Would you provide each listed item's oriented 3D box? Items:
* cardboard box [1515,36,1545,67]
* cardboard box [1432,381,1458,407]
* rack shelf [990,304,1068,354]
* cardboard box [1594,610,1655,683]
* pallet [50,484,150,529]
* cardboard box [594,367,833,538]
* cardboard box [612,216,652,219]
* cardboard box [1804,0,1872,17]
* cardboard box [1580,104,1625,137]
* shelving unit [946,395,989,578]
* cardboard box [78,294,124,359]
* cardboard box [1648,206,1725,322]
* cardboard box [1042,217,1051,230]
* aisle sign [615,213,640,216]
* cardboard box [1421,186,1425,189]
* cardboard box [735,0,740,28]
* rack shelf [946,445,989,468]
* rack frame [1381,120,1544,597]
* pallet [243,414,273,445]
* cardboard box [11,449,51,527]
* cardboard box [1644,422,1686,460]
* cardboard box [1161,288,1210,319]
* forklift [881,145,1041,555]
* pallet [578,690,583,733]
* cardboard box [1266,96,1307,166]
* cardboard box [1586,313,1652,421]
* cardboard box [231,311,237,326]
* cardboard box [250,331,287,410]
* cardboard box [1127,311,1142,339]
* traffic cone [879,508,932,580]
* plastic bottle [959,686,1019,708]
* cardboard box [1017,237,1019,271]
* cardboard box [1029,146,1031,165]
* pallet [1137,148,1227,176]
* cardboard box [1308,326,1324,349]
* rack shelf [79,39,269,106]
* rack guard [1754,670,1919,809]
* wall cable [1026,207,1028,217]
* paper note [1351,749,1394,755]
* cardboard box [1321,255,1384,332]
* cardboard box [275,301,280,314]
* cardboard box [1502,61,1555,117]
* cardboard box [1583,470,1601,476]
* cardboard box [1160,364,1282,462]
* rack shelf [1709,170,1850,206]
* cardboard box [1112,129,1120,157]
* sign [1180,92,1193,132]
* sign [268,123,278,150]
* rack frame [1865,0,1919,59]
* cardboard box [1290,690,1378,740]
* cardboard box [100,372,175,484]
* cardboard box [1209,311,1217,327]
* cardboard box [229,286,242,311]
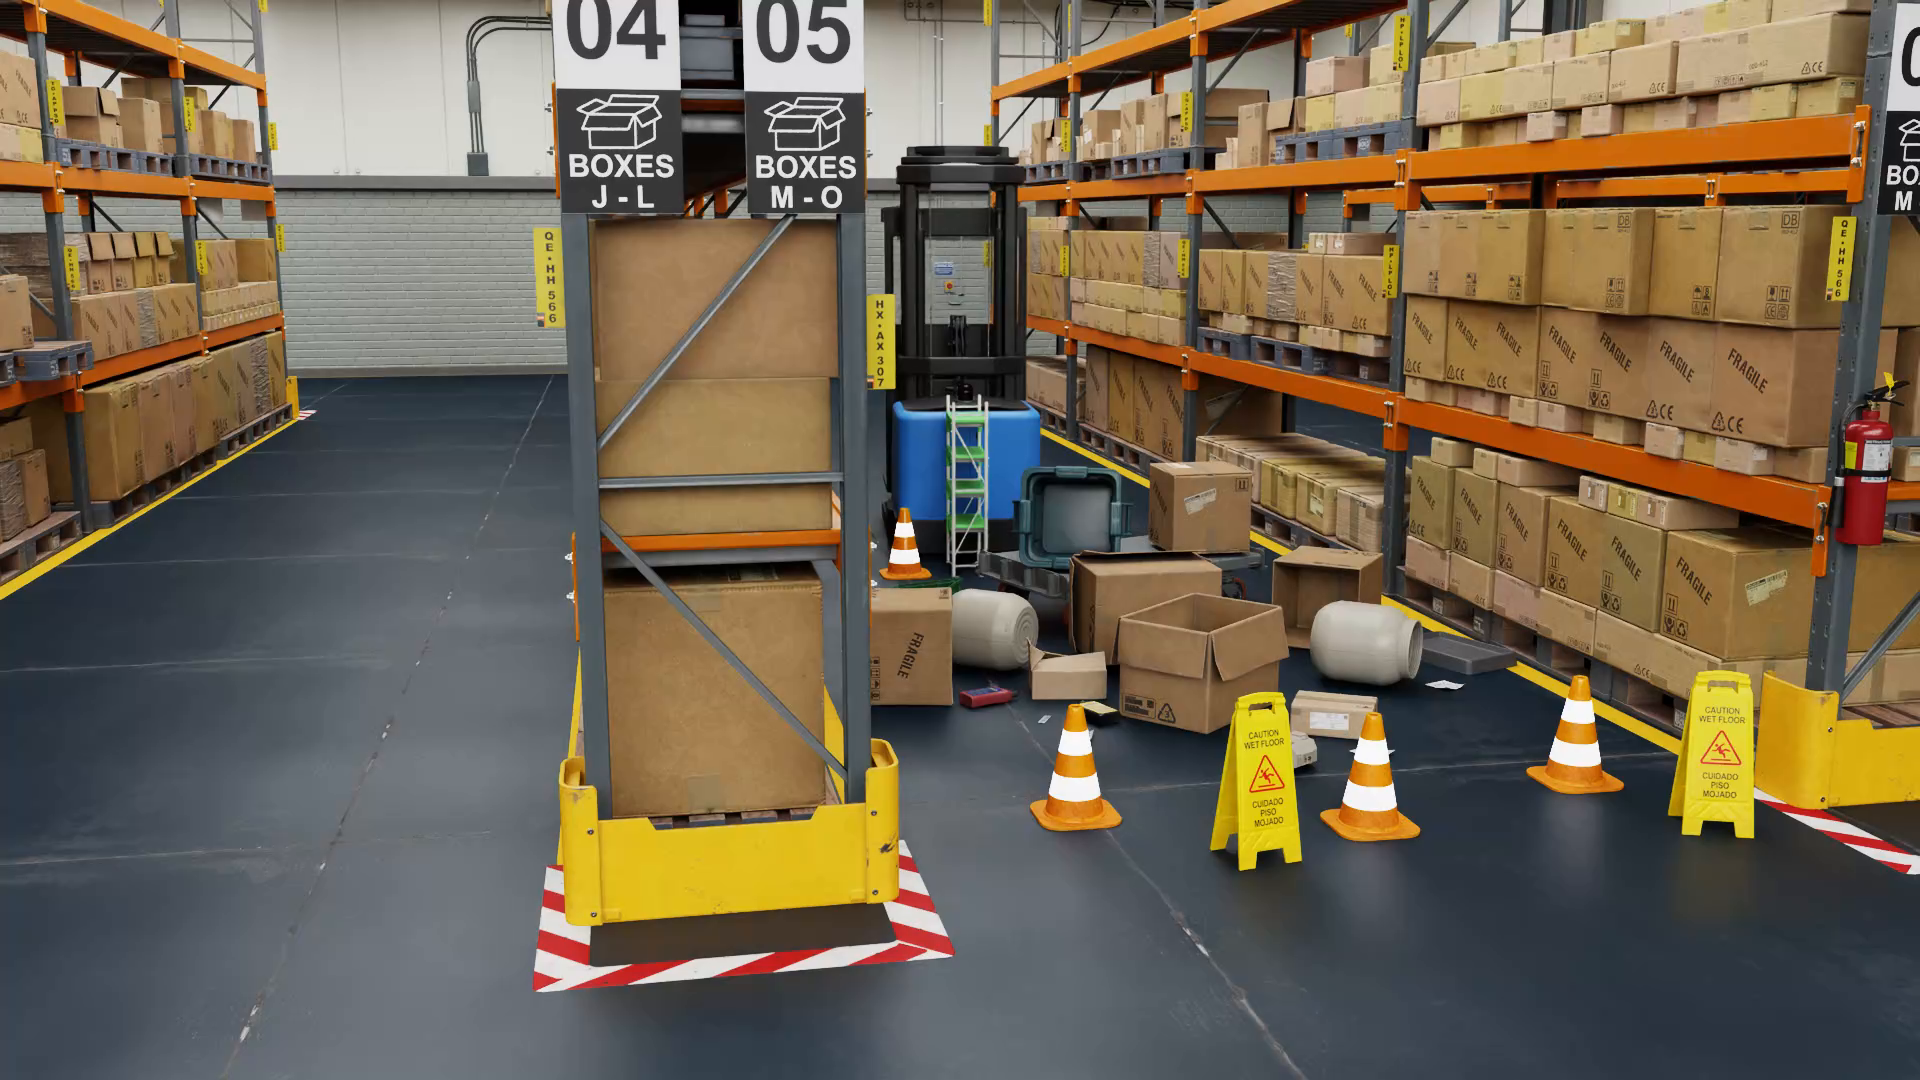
[{"bbox_3d":[3.224,-2.617,8.938,0.380,0.149,0.250,-2,11,-13],"label":"cardboard box"},{"bbox_3d":[3.085,-0.895,10.050,0.380,0.149,0.250,-2,11,-9],"label":"cardboard box"},{"bbox_3d":[1.294,-2.613,20.328,1.077,0.370,4.000,-2,11,-11],"label":"rack shelf"},{"bbox_3d":[3.502,0.512,8.216,0.500,0.250,0.500,-2,11,-11],"label":"cardboard box"},{"bbox_3d":[-7.340,-0.283,13.620,1.003,0.211,1.213,-2,11,-11],"label":"pallet"},{"bbox_3d":[-0.936,-0.340,6.062,0.875,0.550,0.550,-2,11,-11],"label":"cardboard box"},{"bbox_3d":[-3.510,-3.164,17.561,0.500,0.500,0.500,-3,11,-13],"label":"cardboard box"},{"bbox_3d":[3.661,-2.192,6.708,0.380,0.149,0.250,-2,11,-10],"label":"cardboard box"},{"bbox_3d":[3.330,-2.084,8.275,0.380,0.149,0.250,-2,11,-12],"label":"cardboard box"},{"bbox_3d":[0.047,-0.376,11.465,0.258,1.200,0.503,-1,11,-5],"label":"shelving unit"},{"bbox_3d":[-7.190,-1.748,13.593,0.500,0.500,0.500,-2,11,-13],"label":"cardboard box"},{"bbox_3d":[3.612,-1.264,7.579,0.700,0.500,0.500,-2,11,-10],"label":"cardboard box"},{"bbox_3d":[1.176,-3.692,19.398,0.380,0.149,0.250,-2,11,-11],"label":"cardboard box"},{"bbox_3d":[-4.240,-4.414,20.915,0.394,0.787,0.004,-2,11,-11],"label":"aisle sign"},{"bbox_3d":[5.863,-4.468,20.796,0.380,0.149,0.250,-2,11,-10],"label":"cardboard box"},{"bbox_3d":[-0.622,-1.927,6.059,0.380,0.149,0.250,-2,11,-10],"label":"cardboard box"},{"bbox_3d":[0.047,-0.549,11.432,0.258,0.148,0.480,-1,11,-5],"label":"rack shelf"},{"bbox_3d":[3.239,-1.133,10.625,1.000,3.000,0.127,-2,11,-11],"label":"rack frame"},{"bbox_3d":[-8.350,-1.236,18.627,1.003,0.211,1.213,-2,11,-11],"label":"pallet"},{"bbox_3d":[-7.110,-0.372,12.136,0.700,0.500,0.500,-3,11,-14],"label":"cardboard box"},{"bbox_3d":[3.467,-0.473,7.830,0.380,0.149,0.250,-2,11,-10],"label":"cardboard box"},{"bbox_3d":[2.117,-2.118,14.865,0.500,0.250,0.500,-2,11,-11],"label":"cardboard box"},{"bbox_3d":[-0.053,-1.559,13.049,1.130,2.935,3.031,-1,11,-5],"label":"forklift"},{"bbox_3d":[-1.285,0.802,7.917,1.003,0.211,1.213,-2,11,-11],"label":"pallet"},{"bbox_3d":[2.785,-3.112,12.725,0.797,0.503,0.637,-2,11,-11],"label":"cardboard box"},{"bbox_3d":[3.454,-0.868,8.170,0.500,0.500,0.500,-2,11,-11],"label":"cardboard box"},{"bbox_3d":[-7.975,-2.374,17.819,0.380,0.149,0.250,-2,11,-12],"label":"cardboard box"},{"bbox_3d":[-8.613,-2.021,19.852,0.875,0.875,0.875,-2,11,-11],"label":"cardboard box"},{"bbox_3d":[1.911,-2.062,15.908,0.500,0.250,0.500,-2,11,-12],"label":"cardboard box"},{"bbox_3d":[-0.377,0.011,11.399,0.336,0.463,0.334,-2,11,-11],"label":"traffic cone"},{"bbox_3d":[0.149,0.788,8.393,0.283,0.061,0.133,-6,13,-31],"label":"plastic bottle"},{"bbox_3d":[0.934,-3.587,20.577,0.500,0.500,0.500,-2,11,-11],"label":"cardboard box"},{"bbox_3d":[1.147,-4.742,20.415,0.500,0.311,0.500,-2,11,-10],"label":"cardboard box"},{"bbox_3d":[2.283,-3.363,14.827,1.213,0.211,1.003,-2,11,-8],"label":"pallet"},{"bbox_3d":[2.695,-1.441,11.796,0.380,0.149,0.250,-2,11,-11],"label":"cardboard box"},{"bbox_3d":[-8.427,-5.003,17.911,1.077,0.370,4.000,-2,11,-11],"label":"rack shelf"},{"bbox_3d":[4.002,0.815,7.077,1.175,0.500,0.348,-2,11,-11],"label":"rack guard"},{"bbox_3d":[1.174,-4.920,27.804,0.588,1.984,0.122,-2,11,-11],"label":"wall cable"},{"bbox_3d":[1.880,0.959,7.578,0.148,0.019,0.142,-6,13,-31],"label":"paper note"},{"bbox_3d":[2.826,-1.701,11.427,0.500,0.500,0.500,-2,11,-11],"label":"cardboard box"},{"bbox_3d":[-8.424,-2.796,20.038,0.380,0.149,0.250,-2,11,-10],"label":"cardboard box"},{"bbox_3d":[3.250,-2.401,8.874,0.500,0.250,0.500,-2,11,-10],"label":"cardboard box"},{"bbox_3d":[3.718,-0.165,9.764,0.500,0.500,0.500,-2,11,-10],"label":"cardboard box"},{"bbox_3d":[2.408,-1.158,15.320,0.875,0.875,0.875,-2,11,-12],"label":"cardboard box"},{"bbox_3d":[7.718,-2.801,13.291,1.077,0.370,4.000,-2,11,-11],"label":"rack shelf"},{"bbox_3d":[1.695,-3.866,16.199,0.396,0.266,0.258,-1,11,-6],"label":"cardboard box"},{"bbox_3d":[1.915,-3.614,14.045,0.100,0.325,0.005,-2,11,-11],"label":"sign"},{"bbox_3d":[-8.281,-4.860,20.029,0.100,0.325,0.005,-2,11,-11],"label":"sign"},{"bbox_3d":[4.017,-3.346,6.209,1.000,3.000,0.127,-2,11,-11],"label":"rack frame"},{"bbox_3d":[1.780,0.835,7.913,0.380,0.149,0.250,4,11,18],"label":"cardboard box"},{"bbox_3d":[-7.540,-0.959,14.274,1.225,0.875,0.875,-2,11,-11],"label":"cardboard box"},{"bbox_3d":[2.341,-1.883,14.115,0.380,0.149,0.250,-3,11,-14],"label":"cardboard box"},{"bbox_3d":[-8.071,-2.594,17.907,0.500,0.250,0.500,-2,11,-10],"label":"cardboard box"}]
